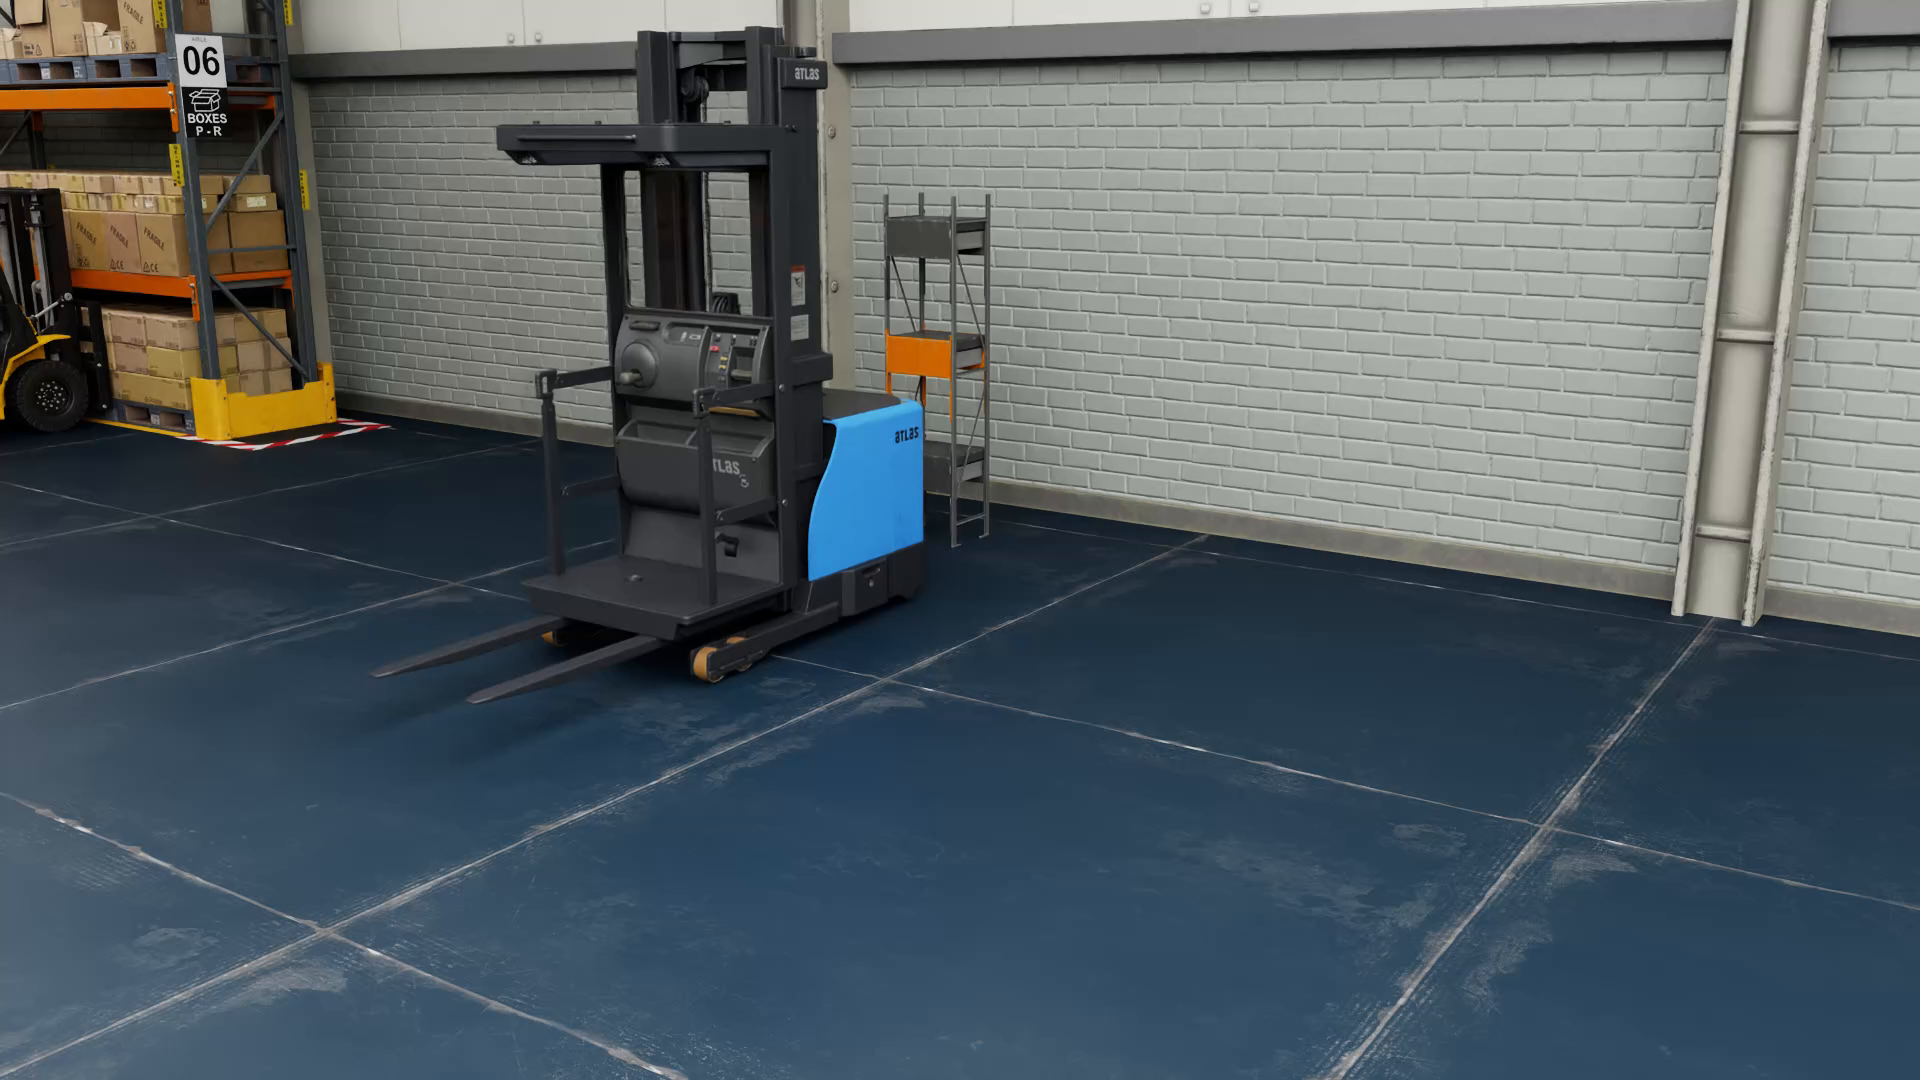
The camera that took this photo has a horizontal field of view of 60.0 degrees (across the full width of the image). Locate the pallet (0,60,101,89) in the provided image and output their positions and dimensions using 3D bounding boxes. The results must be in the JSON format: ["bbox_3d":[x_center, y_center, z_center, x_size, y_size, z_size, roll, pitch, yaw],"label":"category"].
[{"bbox_3d":[-8.493,-4.245,15.169,1.213,0.211,1.003,9,17,33],"label":"pallet"}]

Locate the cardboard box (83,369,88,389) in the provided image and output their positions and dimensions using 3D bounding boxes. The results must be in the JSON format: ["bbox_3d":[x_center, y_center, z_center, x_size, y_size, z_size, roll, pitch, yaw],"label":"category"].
[{"bbox_3d":[-7.724,-1.476,14.892,0.500,0.250,0.500,10,17,35],"label":"cardboard box"}]

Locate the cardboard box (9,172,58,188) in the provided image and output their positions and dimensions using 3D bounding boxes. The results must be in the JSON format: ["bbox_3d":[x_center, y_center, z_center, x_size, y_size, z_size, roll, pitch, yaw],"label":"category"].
[{"bbox_3d":[-8.246,-3.213,14.882,0.250,0.149,0.380,9,16,32],"label":"cardboard box"}]

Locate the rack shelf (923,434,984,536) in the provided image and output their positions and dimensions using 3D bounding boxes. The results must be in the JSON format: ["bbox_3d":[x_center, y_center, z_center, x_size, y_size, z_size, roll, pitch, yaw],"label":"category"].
[{"bbox_3d":[-0.137,-0.349,10.332,0.480,0.518,0.431,9,17,33],"label":"rack shelf"}]

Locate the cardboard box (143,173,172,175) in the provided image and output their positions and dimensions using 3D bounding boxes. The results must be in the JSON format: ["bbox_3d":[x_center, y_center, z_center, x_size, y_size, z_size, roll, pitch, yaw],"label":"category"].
[{"bbox_3d":[-6.911,-3.141,14.591,0.250,0.149,0.380,10,17,35],"label":"cardboard box"}]

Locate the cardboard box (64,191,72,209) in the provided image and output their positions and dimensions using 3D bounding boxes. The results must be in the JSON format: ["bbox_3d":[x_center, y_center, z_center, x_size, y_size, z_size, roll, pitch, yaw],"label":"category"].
[{"bbox_3d":[-7.575,-2.977,14.548,0.250,0.149,0.380,9,17,32],"label":"cardboard box"}]

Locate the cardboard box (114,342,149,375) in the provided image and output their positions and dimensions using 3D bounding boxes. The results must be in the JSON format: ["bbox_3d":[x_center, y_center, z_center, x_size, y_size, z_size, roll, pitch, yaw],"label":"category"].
[{"bbox_3d":[-6.885,-1.588,14.305,0.500,0.250,0.500,9,17,32],"label":"cardboard box"}]

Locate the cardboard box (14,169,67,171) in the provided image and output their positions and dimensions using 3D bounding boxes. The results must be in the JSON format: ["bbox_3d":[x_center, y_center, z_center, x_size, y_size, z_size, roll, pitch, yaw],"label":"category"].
[{"bbox_3d":[-8.782,-3.466,15.905,0.250,0.149,0.380,9,17,33],"label":"cardboard box"}]

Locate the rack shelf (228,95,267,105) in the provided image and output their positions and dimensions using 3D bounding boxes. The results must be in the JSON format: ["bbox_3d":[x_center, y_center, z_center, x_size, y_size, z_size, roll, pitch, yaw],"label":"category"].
[{"bbox_3d":[-7.556,-3.849,14.585,3.687,0.071,0.831,9,17,33],"label":"rack shelf"}]

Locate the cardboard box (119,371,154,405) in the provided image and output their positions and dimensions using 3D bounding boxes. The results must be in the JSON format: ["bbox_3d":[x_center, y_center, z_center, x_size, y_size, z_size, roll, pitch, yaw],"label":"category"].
[{"bbox_3d":[-6.870,-1.342,14.350,0.500,0.250,0.500,9,17,33],"label":"cardboard box"}]

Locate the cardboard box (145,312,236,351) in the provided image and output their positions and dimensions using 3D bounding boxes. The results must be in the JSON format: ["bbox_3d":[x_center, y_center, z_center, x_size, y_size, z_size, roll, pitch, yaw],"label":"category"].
[{"bbox_3d":[-6.453,-1.758,13.951,0.500,0.250,0.500,10,17,35],"label":"cardboard box"}]

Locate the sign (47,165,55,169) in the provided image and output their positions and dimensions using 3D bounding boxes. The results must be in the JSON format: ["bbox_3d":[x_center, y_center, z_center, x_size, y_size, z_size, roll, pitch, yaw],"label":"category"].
[{"bbox_3d":[-8.907,-3.510,16.294,0.005,0.325,0.100,9,17,33],"label":"sign"}]

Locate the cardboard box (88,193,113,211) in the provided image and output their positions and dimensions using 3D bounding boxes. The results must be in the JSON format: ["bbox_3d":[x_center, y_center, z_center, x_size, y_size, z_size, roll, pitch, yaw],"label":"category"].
[{"bbox_3d":[-7.197,-2.896,14.220,0.250,0.149,0.380,9,16,31],"label":"cardboard box"}]

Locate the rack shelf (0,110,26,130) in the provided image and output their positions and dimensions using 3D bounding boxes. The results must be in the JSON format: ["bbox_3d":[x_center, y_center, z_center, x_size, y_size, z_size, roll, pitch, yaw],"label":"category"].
[{"bbox_3d":[-10.875,-4.316,16.770,4.000,0.370,1.077,9,17,33],"label":"rack shelf"}]

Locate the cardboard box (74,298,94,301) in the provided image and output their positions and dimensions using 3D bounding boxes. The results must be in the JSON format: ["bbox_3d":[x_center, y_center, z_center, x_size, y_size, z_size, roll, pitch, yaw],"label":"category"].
[{"bbox_3d":[-8.151,-2.033,15.060,0.500,0.250,0.500,10,17,35],"label":"cardboard box"}]

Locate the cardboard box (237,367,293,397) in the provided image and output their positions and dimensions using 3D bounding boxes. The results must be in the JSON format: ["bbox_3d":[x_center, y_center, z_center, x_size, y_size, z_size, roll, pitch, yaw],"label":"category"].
[{"bbox_3d":[-6.195,-1.378,14.497,0.500,0.250,0.500,9,17,33],"label":"cardboard box"}]

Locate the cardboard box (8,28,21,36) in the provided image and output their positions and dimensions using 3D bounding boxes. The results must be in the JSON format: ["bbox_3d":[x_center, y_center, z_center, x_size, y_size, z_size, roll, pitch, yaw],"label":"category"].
[{"bbox_3d":[-8.661,-4.446,14.901,0.500,0.311,0.500,10,17,34],"label":"cardboard box"}]

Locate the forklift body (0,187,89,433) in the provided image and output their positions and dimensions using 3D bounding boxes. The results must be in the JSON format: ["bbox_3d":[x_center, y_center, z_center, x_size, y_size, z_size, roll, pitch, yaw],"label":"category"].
[{"bbox_3d":[-8.488,-1.883,13.453,1.214,2.155,2.313,9,17,33],"label":"forklift body"}]

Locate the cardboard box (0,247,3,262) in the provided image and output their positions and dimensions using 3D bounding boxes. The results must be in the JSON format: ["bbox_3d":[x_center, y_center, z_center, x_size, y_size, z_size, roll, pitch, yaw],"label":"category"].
[{"bbox_3d":[-8.552,-2.811,15.229,0.500,0.500,0.500,10,17,34],"label":"cardboard box"}]

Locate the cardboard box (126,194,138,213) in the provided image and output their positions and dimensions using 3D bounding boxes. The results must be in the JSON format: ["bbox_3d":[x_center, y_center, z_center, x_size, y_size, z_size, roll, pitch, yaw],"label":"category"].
[{"bbox_3d":[-6.750,-2.834,13.970,0.250,0.149,0.380,10,17,34],"label":"cardboard box"}]

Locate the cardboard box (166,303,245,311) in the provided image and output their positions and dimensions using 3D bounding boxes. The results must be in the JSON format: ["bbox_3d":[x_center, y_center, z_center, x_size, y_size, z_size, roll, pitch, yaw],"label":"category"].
[{"bbox_3d":[-6.606,-1.927,14.634,0.500,0.250,0.500,9,17,33],"label":"cardboard box"}]

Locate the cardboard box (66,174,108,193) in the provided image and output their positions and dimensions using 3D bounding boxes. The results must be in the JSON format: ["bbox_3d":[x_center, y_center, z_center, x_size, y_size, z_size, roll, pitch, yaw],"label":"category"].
[{"bbox_3d":[-7.426,-3.069,14.302,0.250,0.149,0.380,10,17,34],"label":"cardboard box"}]

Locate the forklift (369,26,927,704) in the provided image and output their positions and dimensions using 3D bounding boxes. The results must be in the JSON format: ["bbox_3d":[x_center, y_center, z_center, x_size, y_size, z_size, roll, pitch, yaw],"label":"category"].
[{"bbox_3d":[-1.411,-0.894,7.835,1.130,2.935,3.031,9,16,32],"label":"forklift"}]

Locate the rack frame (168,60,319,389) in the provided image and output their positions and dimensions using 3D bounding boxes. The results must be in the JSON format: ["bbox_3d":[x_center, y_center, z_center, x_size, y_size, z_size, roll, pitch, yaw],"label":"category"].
[{"bbox_3d":[-5.896,-2.404,13.793,0.127,3.000,1.000,9,17,33],"label":"rack frame"}]

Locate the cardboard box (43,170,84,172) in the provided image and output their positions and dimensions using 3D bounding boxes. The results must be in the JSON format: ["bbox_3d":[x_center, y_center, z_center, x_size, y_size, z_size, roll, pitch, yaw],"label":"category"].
[{"bbox_3d":[-8.370,-3.391,15.603,0.250,0.149,0.380,9,17,32],"label":"cardboard box"}]

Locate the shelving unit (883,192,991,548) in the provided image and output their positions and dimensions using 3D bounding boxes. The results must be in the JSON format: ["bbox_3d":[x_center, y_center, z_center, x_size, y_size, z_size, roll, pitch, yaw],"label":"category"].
[{"bbox_3d":[-0.137,-1.041,10.161,0.503,2.100,0.431,9,17,33],"label":"shelving unit"}]

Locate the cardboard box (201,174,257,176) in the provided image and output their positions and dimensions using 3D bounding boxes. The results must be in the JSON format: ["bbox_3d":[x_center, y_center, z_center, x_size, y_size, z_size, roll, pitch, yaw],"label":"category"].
[{"bbox_3d":[-6.242,-3.048,14.216,0.250,0.149,0.380,10,17,35],"label":"cardboard box"}]

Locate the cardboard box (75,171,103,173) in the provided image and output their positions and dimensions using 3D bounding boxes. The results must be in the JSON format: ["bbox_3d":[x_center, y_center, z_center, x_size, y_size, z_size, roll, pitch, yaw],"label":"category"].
[{"bbox_3d":[-7.923,-3.331,15.361,0.250,0.149,0.380,9,16,32],"label":"cardboard box"}]

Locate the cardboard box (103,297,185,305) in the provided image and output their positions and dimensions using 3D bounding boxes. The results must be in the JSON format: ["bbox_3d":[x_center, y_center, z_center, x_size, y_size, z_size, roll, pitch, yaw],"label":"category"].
[{"bbox_3d":[-7.437,-2.067,15.196,0.500,0.250,0.500,9,16,32],"label":"cardboard box"}]

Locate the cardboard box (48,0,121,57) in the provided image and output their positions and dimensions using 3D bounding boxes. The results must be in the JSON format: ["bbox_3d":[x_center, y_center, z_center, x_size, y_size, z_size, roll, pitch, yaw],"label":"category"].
[{"bbox_3d":[-7.194,-4.329,14.037,0.500,0.500,0.700,9,17,33],"label":"cardboard box"}]

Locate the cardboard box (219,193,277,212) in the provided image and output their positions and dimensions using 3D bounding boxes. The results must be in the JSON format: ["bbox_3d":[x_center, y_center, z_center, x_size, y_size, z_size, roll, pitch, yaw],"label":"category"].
[{"bbox_3d":[-6.033,-2.865,14.096,0.250,0.149,0.380,9,16,31],"label":"cardboard box"}]

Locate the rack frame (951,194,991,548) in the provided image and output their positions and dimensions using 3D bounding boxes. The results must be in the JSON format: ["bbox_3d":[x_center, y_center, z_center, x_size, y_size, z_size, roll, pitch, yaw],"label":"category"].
[{"bbox_3d":[0.065,-1.009,10.028,0.015,2.100,0.400,9,17,33],"label":"rack frame"}]

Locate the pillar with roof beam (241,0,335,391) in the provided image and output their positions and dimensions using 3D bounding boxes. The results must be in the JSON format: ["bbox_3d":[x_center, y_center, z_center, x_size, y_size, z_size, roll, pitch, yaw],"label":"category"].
[{"bbox_3d":[-8.374,-4.731,10.708,0.400,9.000,9.100,9,17,33],"label":"pillar with roof beam"}]

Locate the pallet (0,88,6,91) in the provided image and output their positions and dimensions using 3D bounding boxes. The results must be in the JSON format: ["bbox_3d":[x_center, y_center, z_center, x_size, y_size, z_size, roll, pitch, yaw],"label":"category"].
[{"bbox_3d":[-9.955,-4.420,16.090,1.217,0.209,0.805,8,16,31],"label":"pallet"}]
